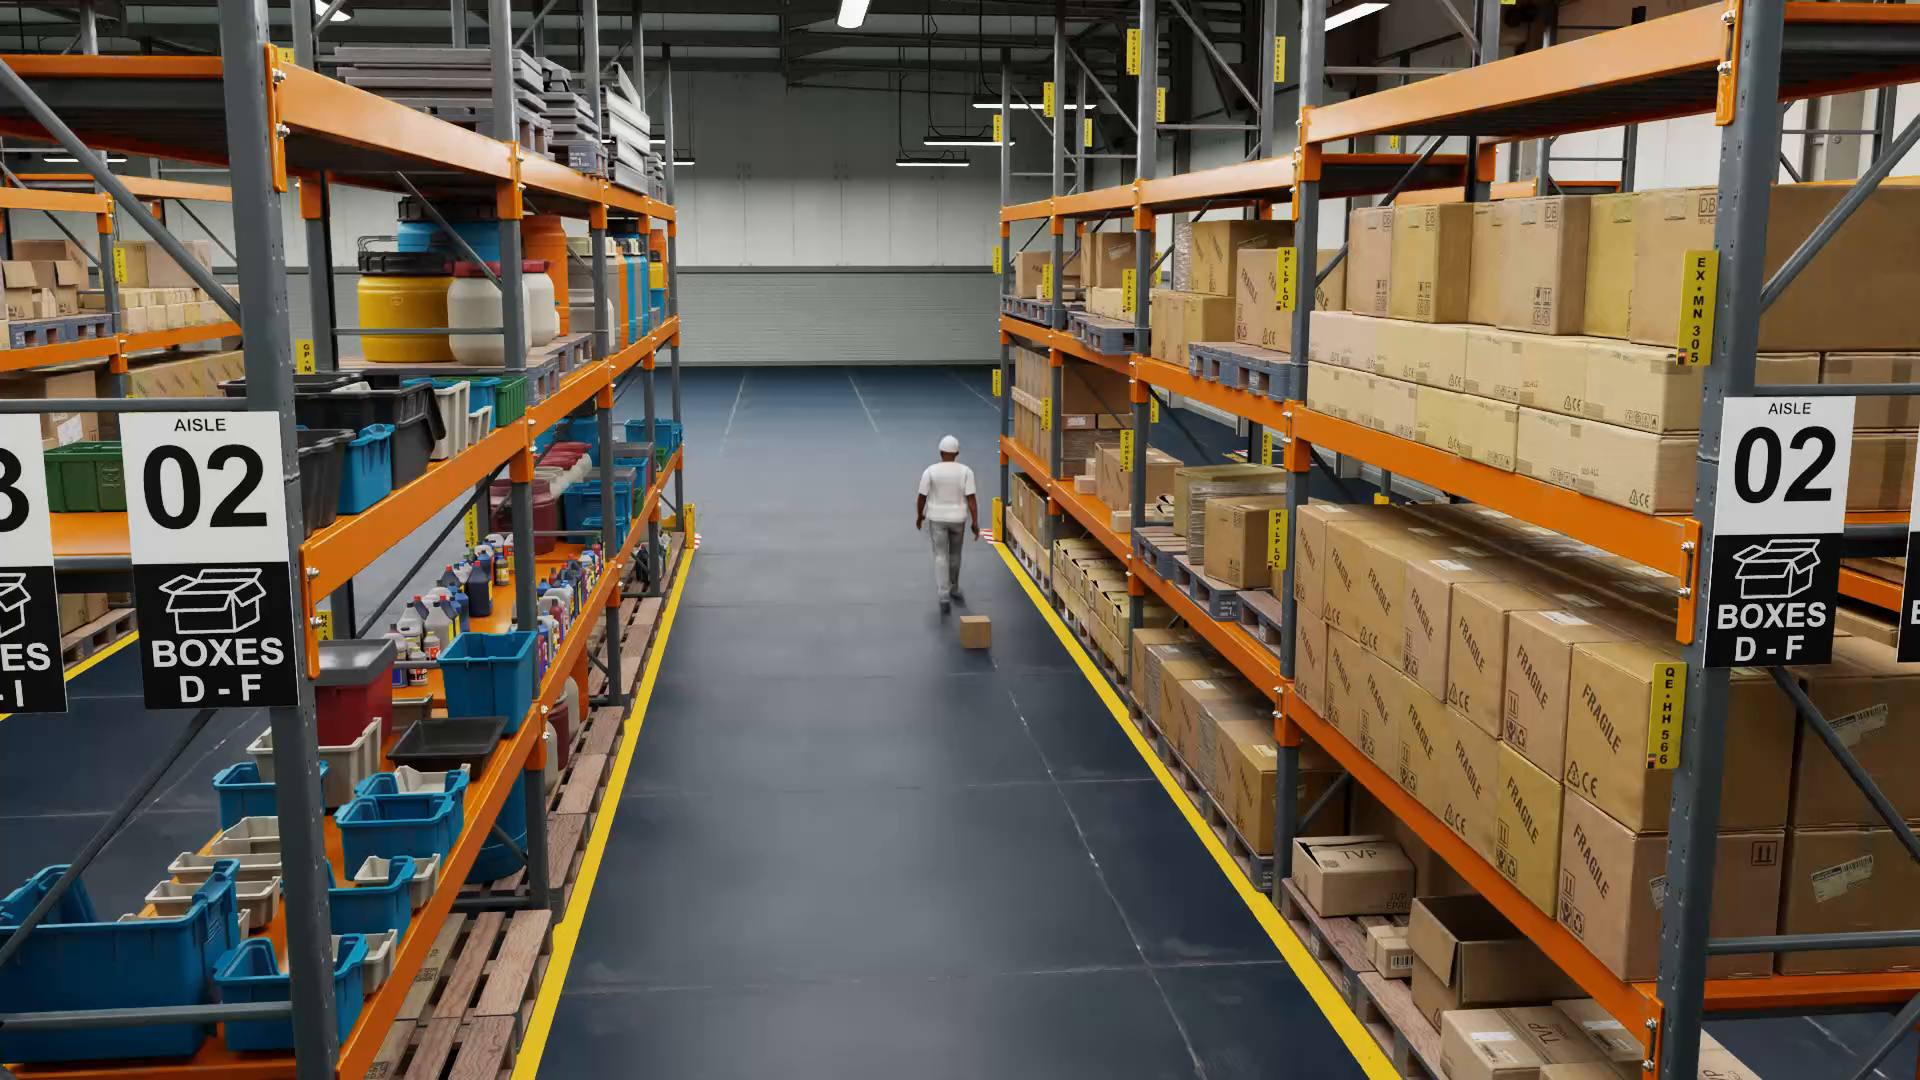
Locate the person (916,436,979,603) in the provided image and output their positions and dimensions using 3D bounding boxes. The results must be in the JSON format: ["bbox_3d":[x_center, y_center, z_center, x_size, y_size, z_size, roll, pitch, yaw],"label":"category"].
[{"bbox_3d":[-0.140,-0.232,17.171,0.607,1.712,1.084,-2,10,-10],"label":"person"}]
